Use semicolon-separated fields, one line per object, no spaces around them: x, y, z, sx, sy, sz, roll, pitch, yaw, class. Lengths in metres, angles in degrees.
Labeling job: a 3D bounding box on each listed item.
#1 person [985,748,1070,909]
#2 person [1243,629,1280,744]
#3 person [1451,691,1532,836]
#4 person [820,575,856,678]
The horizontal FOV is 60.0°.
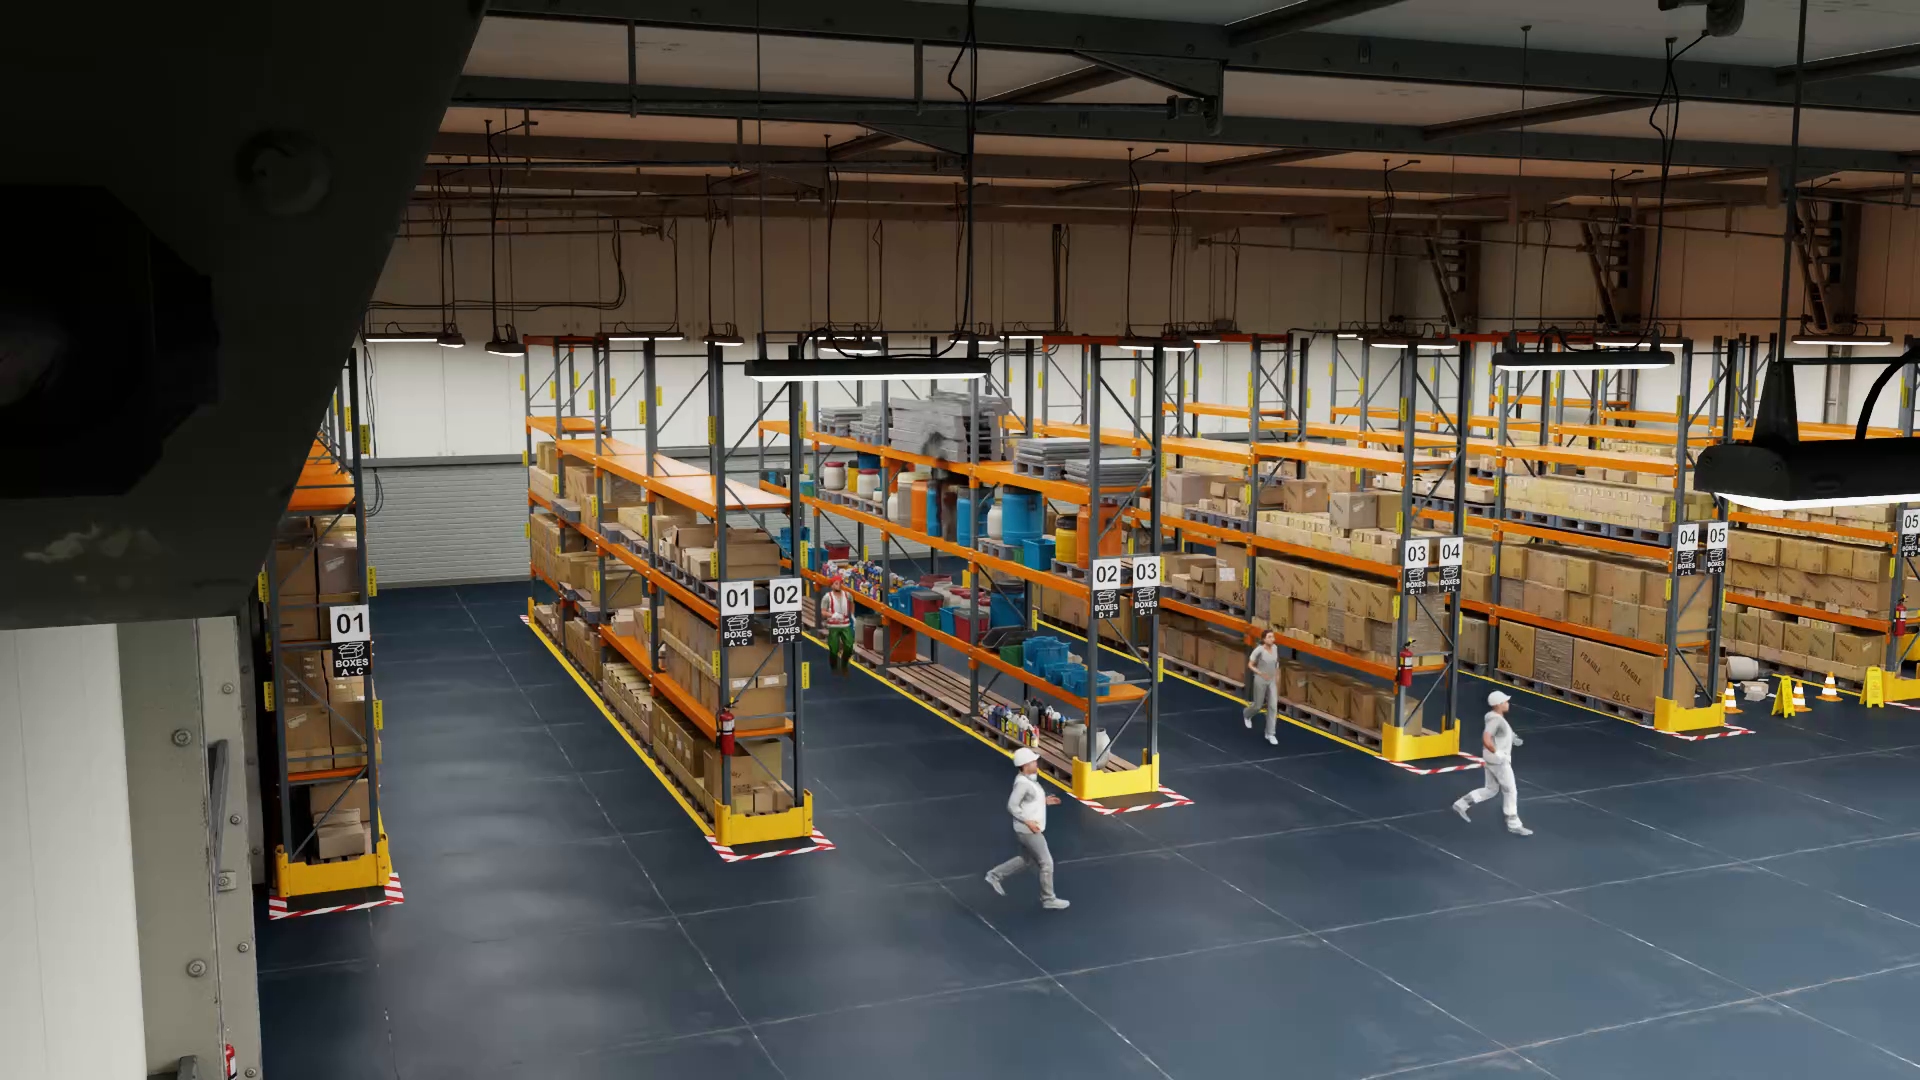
0.740;3.090;17.855;0.894;1.750;0.667;0;8;1;person
4.549;2.141;24.887;0.587;1.663;0.961;-3;8;-23;person
6.569;2.736;20.435;0.980;1.792;0.656;1;8;4;person
-2.024;1.487;28.096;0.659;1.783;0.648;-3;8;-20;person
